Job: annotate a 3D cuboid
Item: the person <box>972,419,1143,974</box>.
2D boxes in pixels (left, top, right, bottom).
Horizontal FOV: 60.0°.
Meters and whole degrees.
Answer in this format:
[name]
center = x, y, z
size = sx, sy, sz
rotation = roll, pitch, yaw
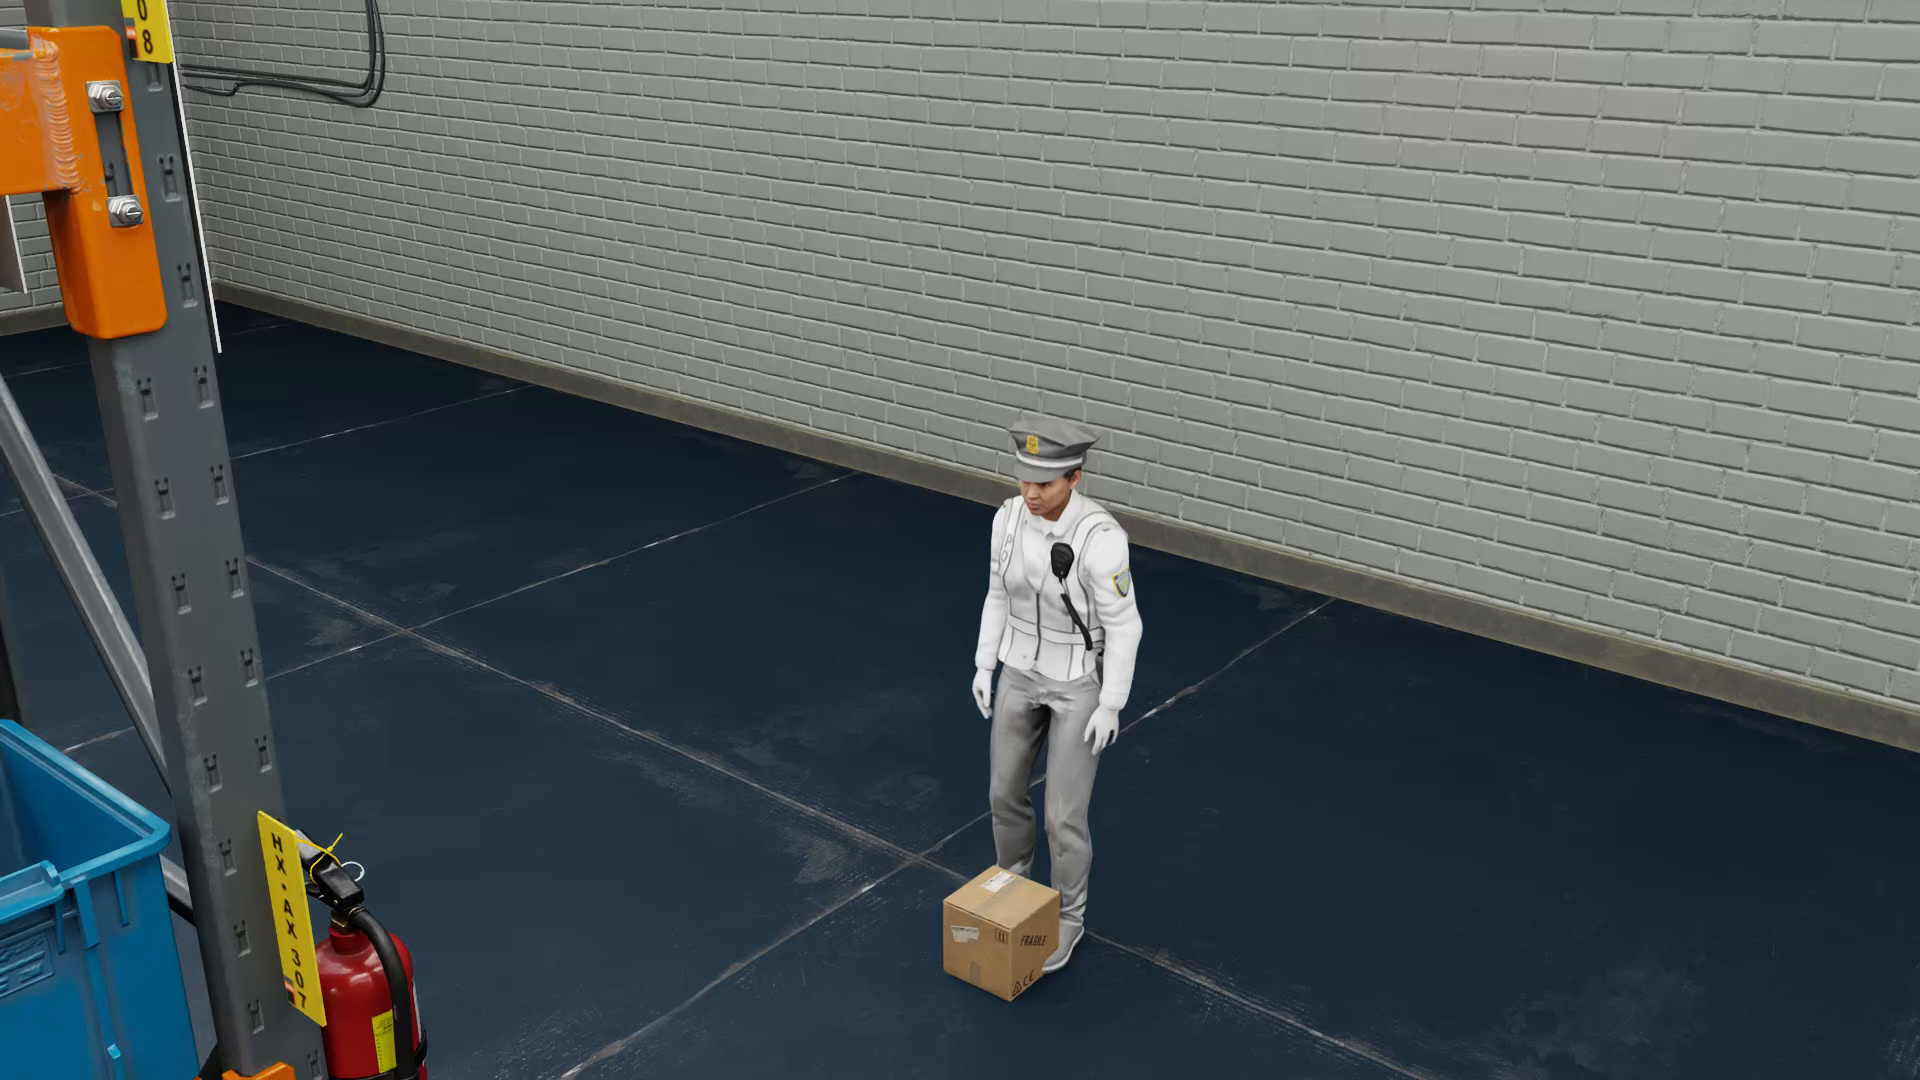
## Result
[person]
center = 0.258, 0.444, 4.875
size = 0.518, 1.662, 0.413
rotation = 15, 25, 35
